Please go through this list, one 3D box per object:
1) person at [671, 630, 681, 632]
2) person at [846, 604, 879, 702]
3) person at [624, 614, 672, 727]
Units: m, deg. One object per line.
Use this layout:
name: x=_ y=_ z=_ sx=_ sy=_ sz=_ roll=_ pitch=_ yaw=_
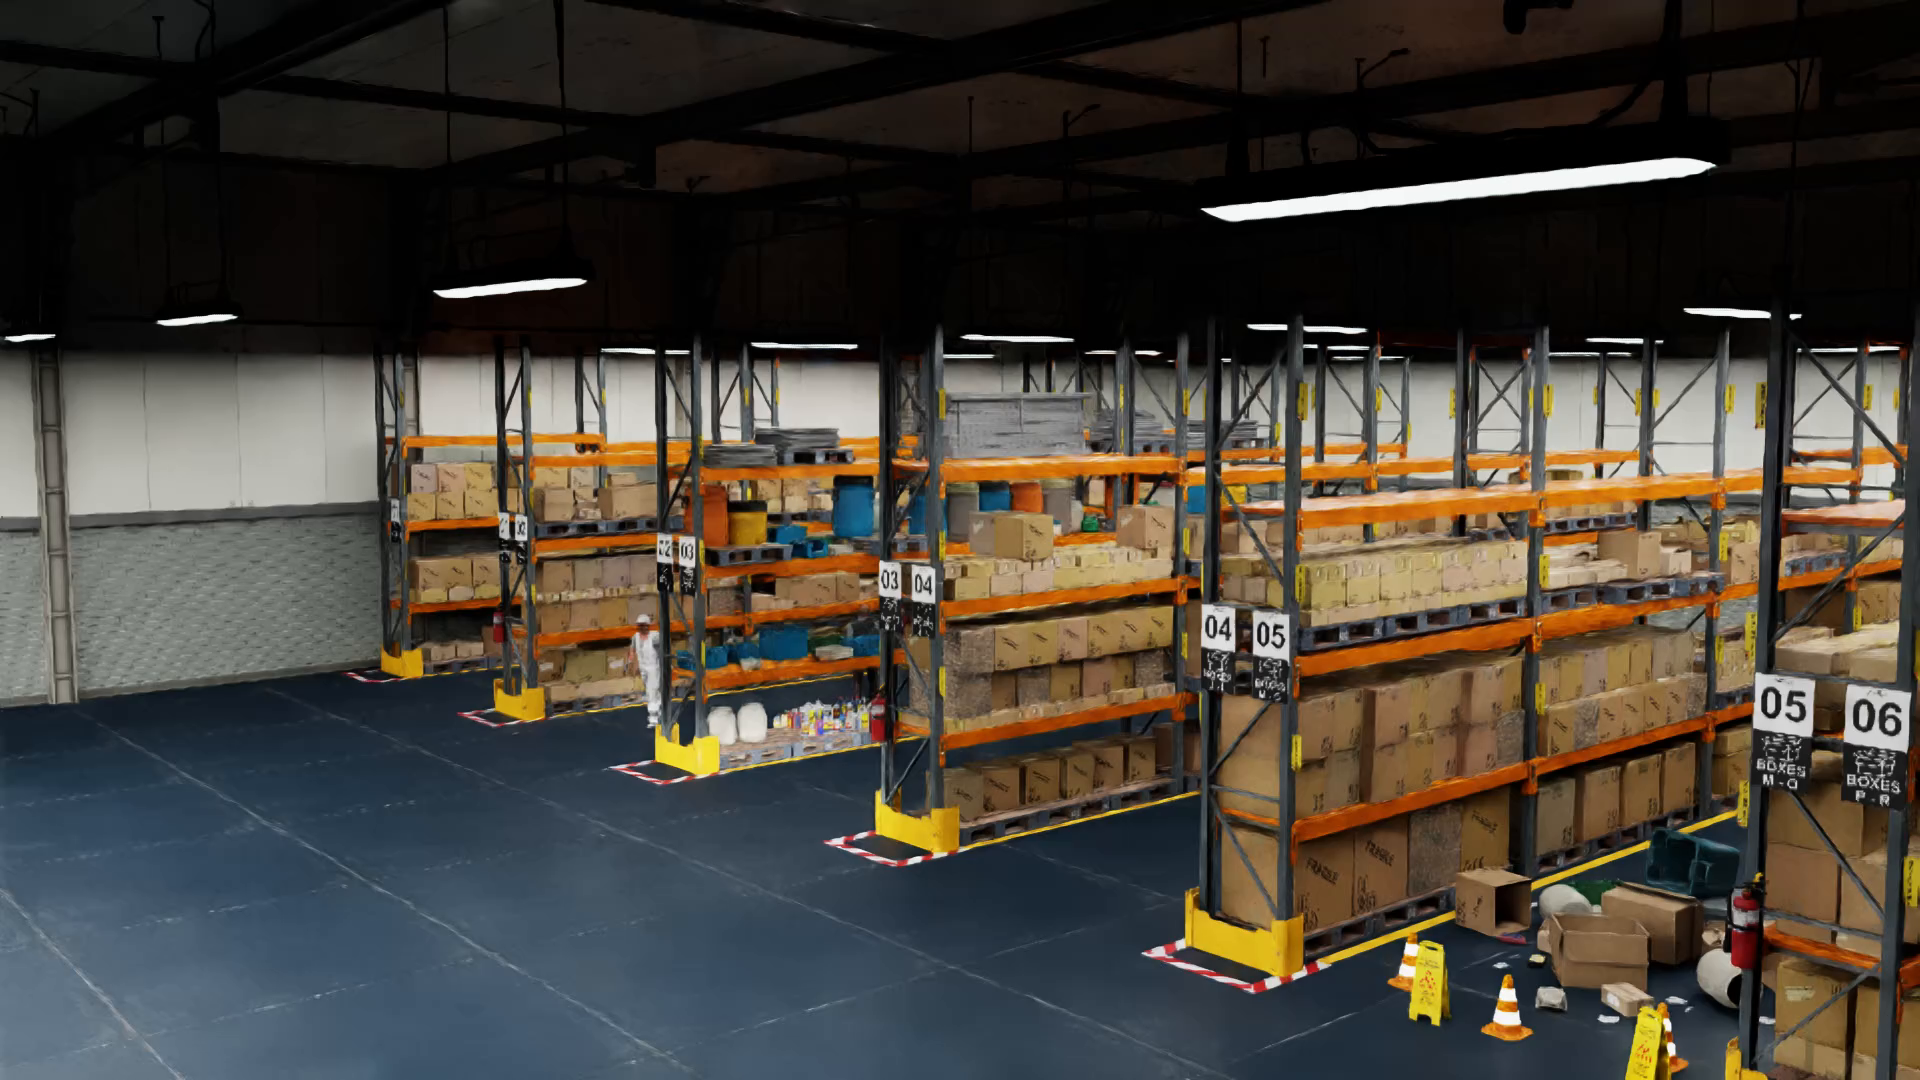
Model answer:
person: x=-5.245 y=1.660 z=30.053 sx=1.037 sy=1.517 sz=0.417 roll=-4 pitch=7 yaw=-38
person: x=-1.559 y=1.877 z=26.623 sx=0.578 sy=1.713 sz=0.493 roll=-1 pitch=5 yaw=-11
person: x=-4.744 y=1.976 z=25.506 sx=0.665 sy=1.714 sz=0.834 roll=3 pitch=6 yaw=34
